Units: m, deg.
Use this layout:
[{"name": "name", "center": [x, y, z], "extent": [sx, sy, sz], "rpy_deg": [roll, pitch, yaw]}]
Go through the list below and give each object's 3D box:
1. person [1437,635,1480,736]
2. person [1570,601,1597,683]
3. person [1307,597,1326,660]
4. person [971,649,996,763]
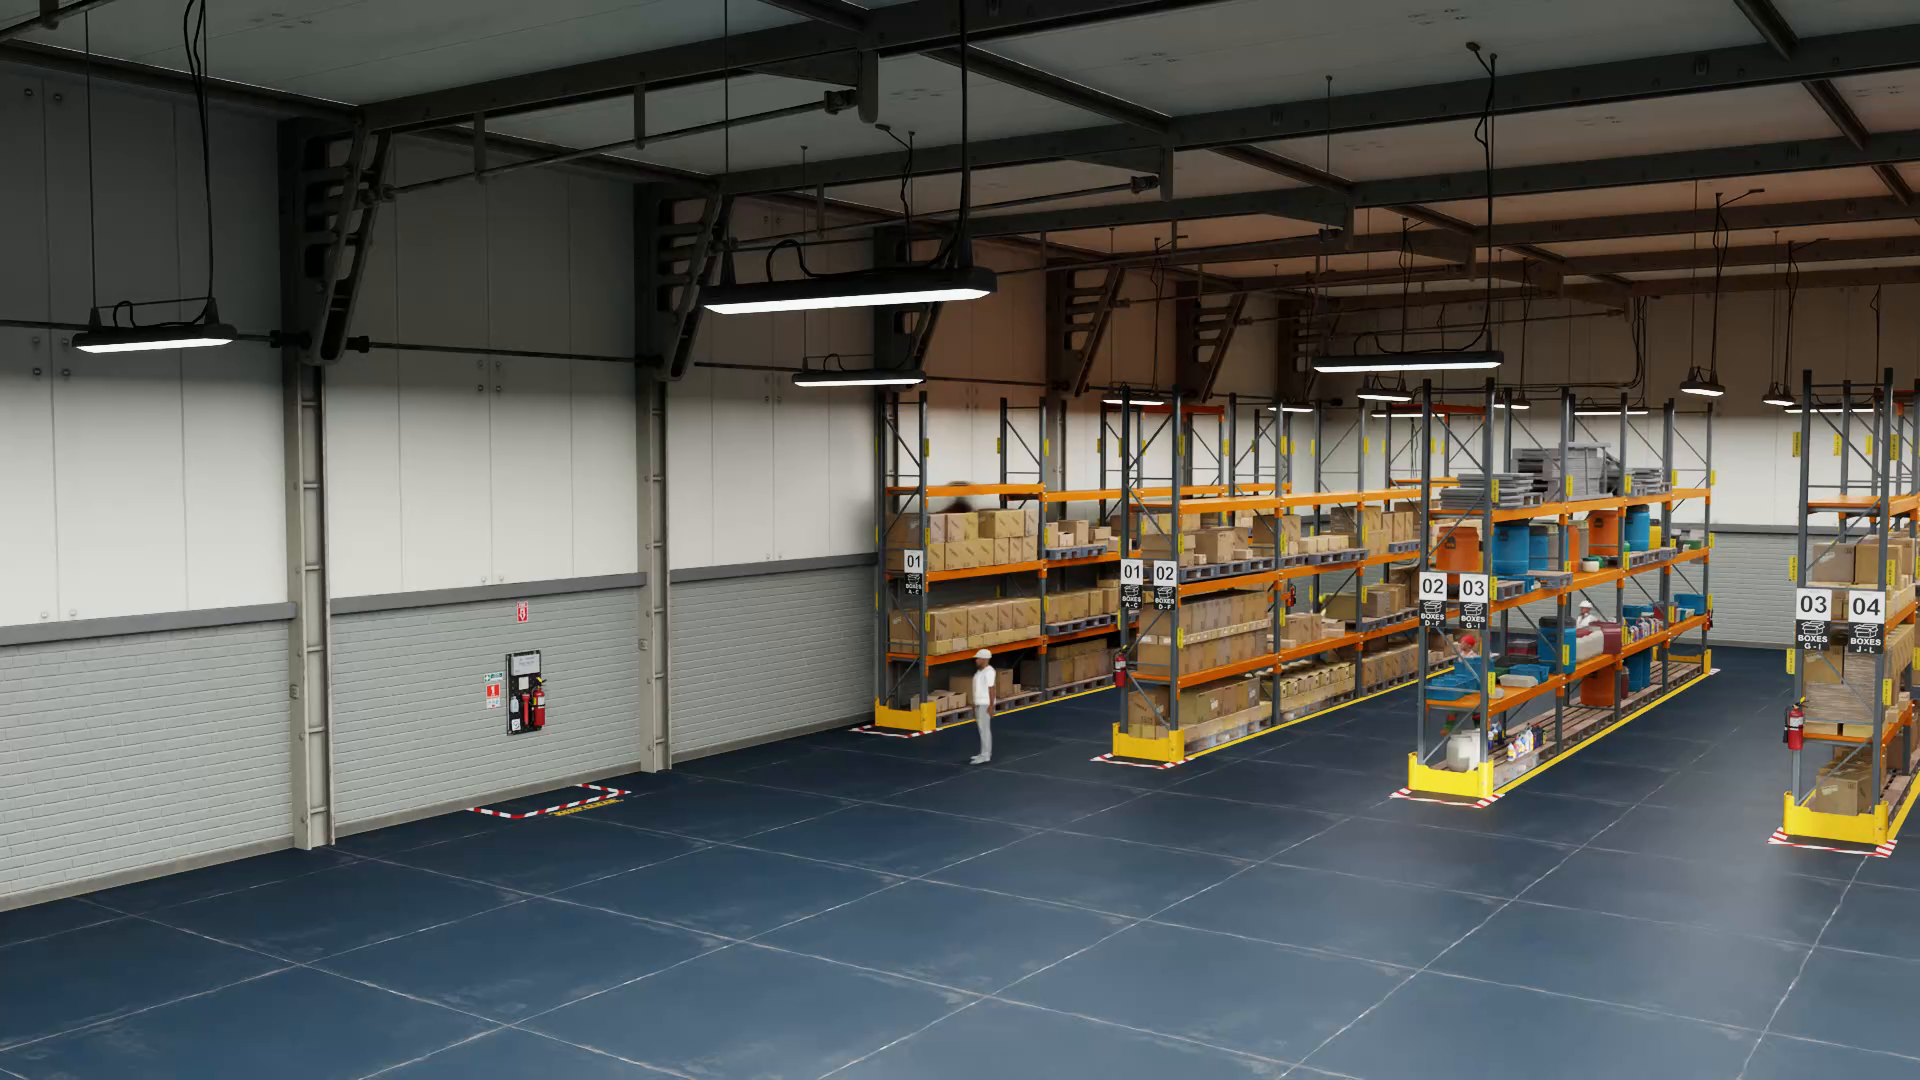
[{"name": "person", "center": [8.700, 2.506, 28.690], "extent": [1.053, 1.724, 0.506], "rpy_deg": [-3, 4, -42]}, {"name": "person", "center": [13.302, 2.163, 35.372], "extent": [0.860, 1.733, 0.572], "rpy_deg": [-2, 4, -37]}, {"name": "person", "center": [7.805, 2.122, 36.508], "extent": [0.652, 1.727, 1.022], "rpy_deg": [3, 4, 39]}, {"name": "person", "center": [0.328, 2.641, 26.586], "extent": [0.447, 1.776, 0.633], "rpy_deg": [-1, 3, -16]}]
